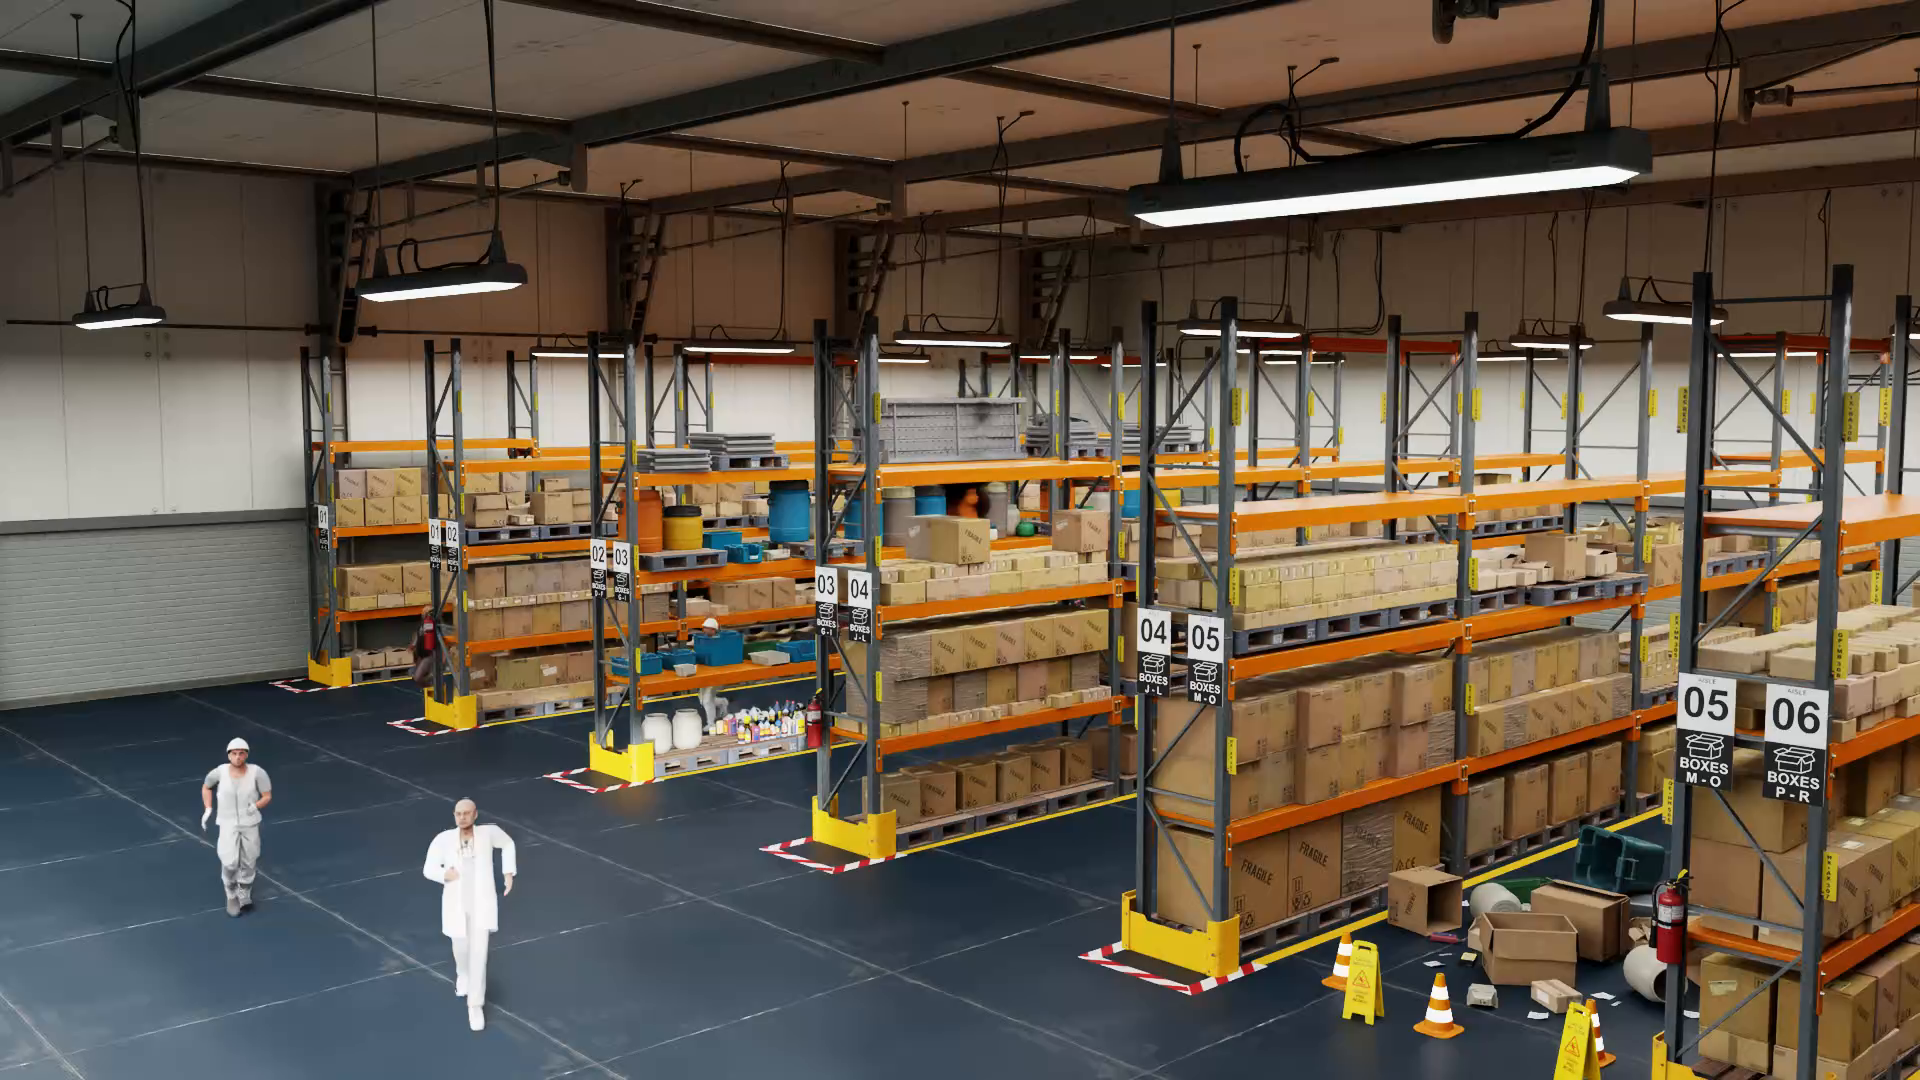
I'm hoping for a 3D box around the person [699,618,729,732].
[{"bbox_3d":[-3.744,2.050,25.508,0.650,1.727,0.638,4,7,41],"label":"person"}]

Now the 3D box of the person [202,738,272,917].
[{"bbox_3d":[-7.125,2.833,16.408,0.647,1.776,0.786,-2,6,-25],"label":"person"}]

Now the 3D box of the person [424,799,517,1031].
[{"bbox_3d":[-4.083,3.042,13.858,0.731,1.758,1.116,-1,5,-10],"label":"person"}]

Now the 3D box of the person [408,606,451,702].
[{"bbox_3d":[-8.737,1.875,27.342,0.714,1.596,0.621,4,7,39],"label":"person"}]
